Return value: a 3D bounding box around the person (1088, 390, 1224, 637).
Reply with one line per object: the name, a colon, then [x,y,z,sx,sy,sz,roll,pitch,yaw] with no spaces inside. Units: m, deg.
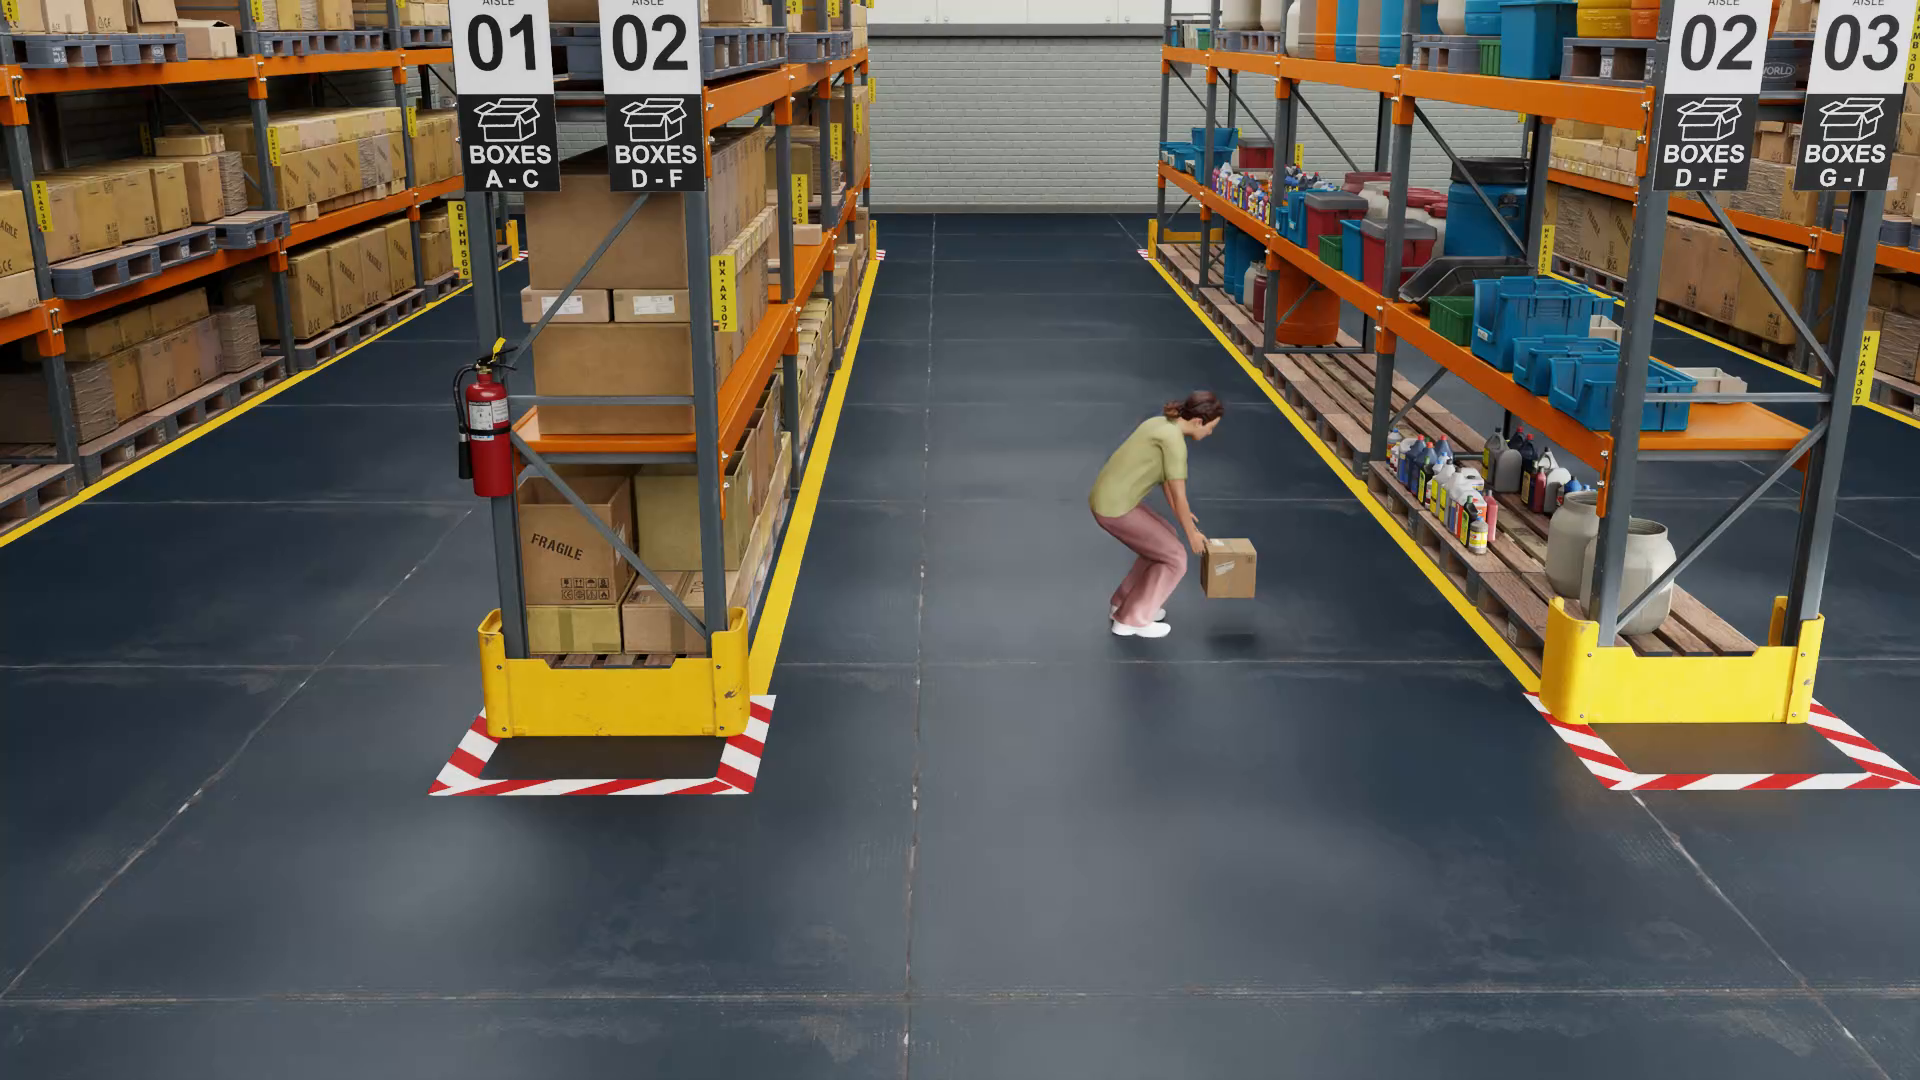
person: [1.017,-0.157,8.735,0.693,1.278,0.512,0,17,-1]
